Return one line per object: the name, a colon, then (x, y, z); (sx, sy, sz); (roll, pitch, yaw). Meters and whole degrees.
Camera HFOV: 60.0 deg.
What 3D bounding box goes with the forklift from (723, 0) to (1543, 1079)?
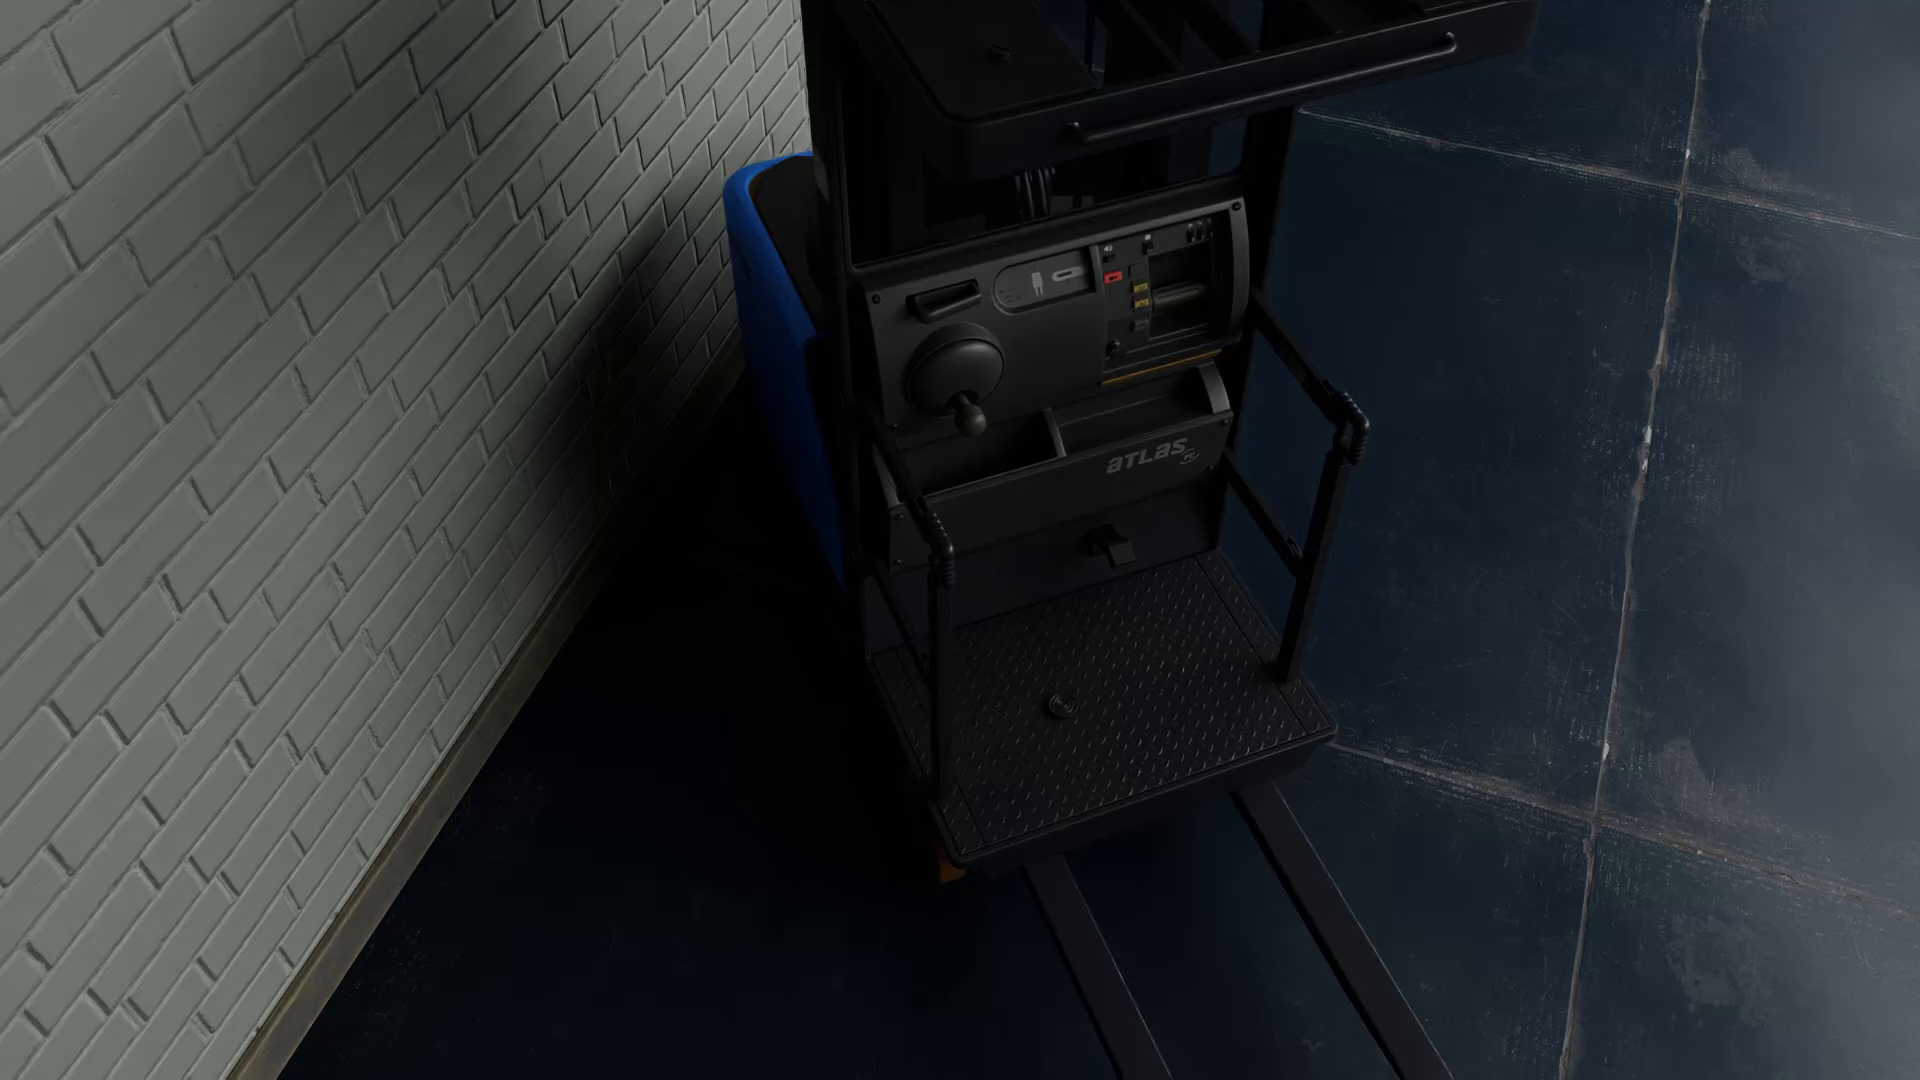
forklift: (0.317, -0.413, 3.668); (1.130, 2.935, 3.031); (-17, 51, -14)
